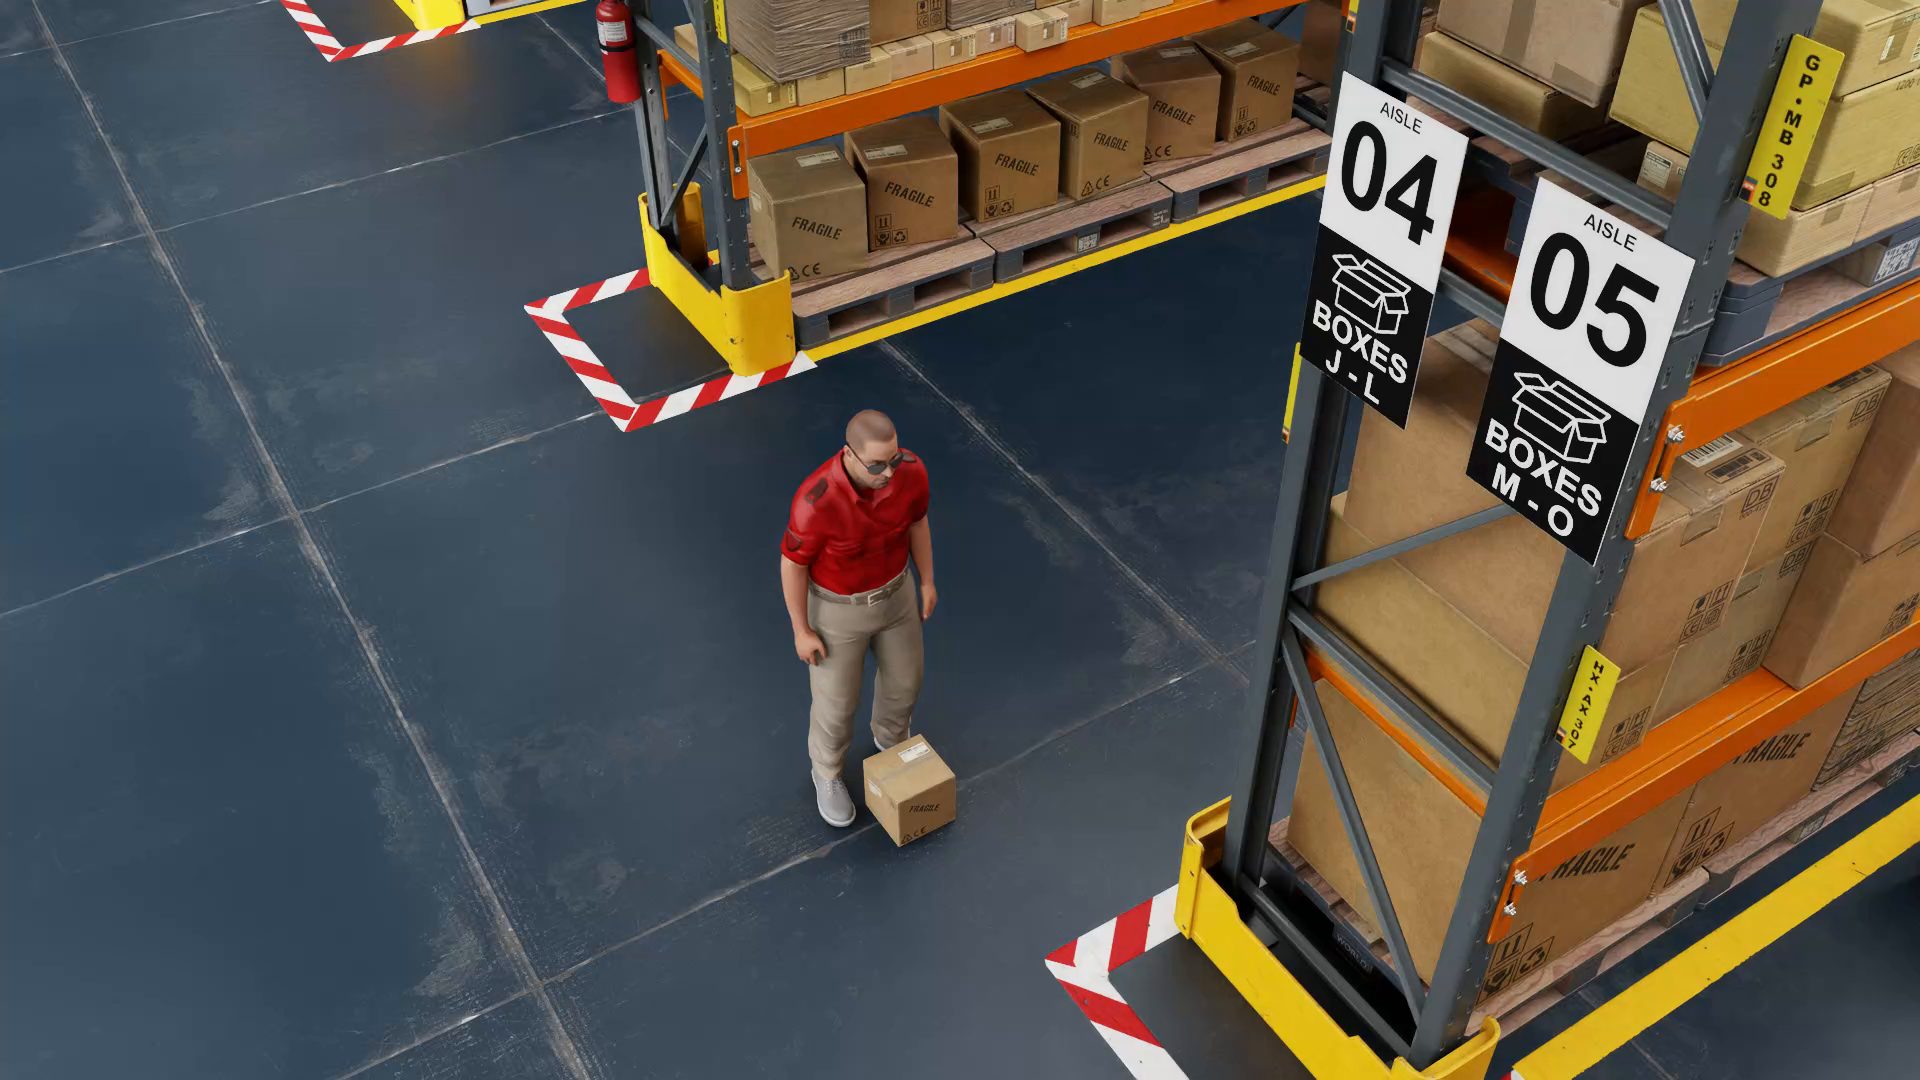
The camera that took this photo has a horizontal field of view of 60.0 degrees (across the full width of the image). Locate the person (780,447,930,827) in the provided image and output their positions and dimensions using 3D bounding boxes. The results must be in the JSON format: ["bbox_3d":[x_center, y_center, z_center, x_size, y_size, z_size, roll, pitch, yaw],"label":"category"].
[{"bbox_3d":[-0.339,0.304,5.946,0.563,1.552,0.394,-23,46,-25],"label":"person"}]
